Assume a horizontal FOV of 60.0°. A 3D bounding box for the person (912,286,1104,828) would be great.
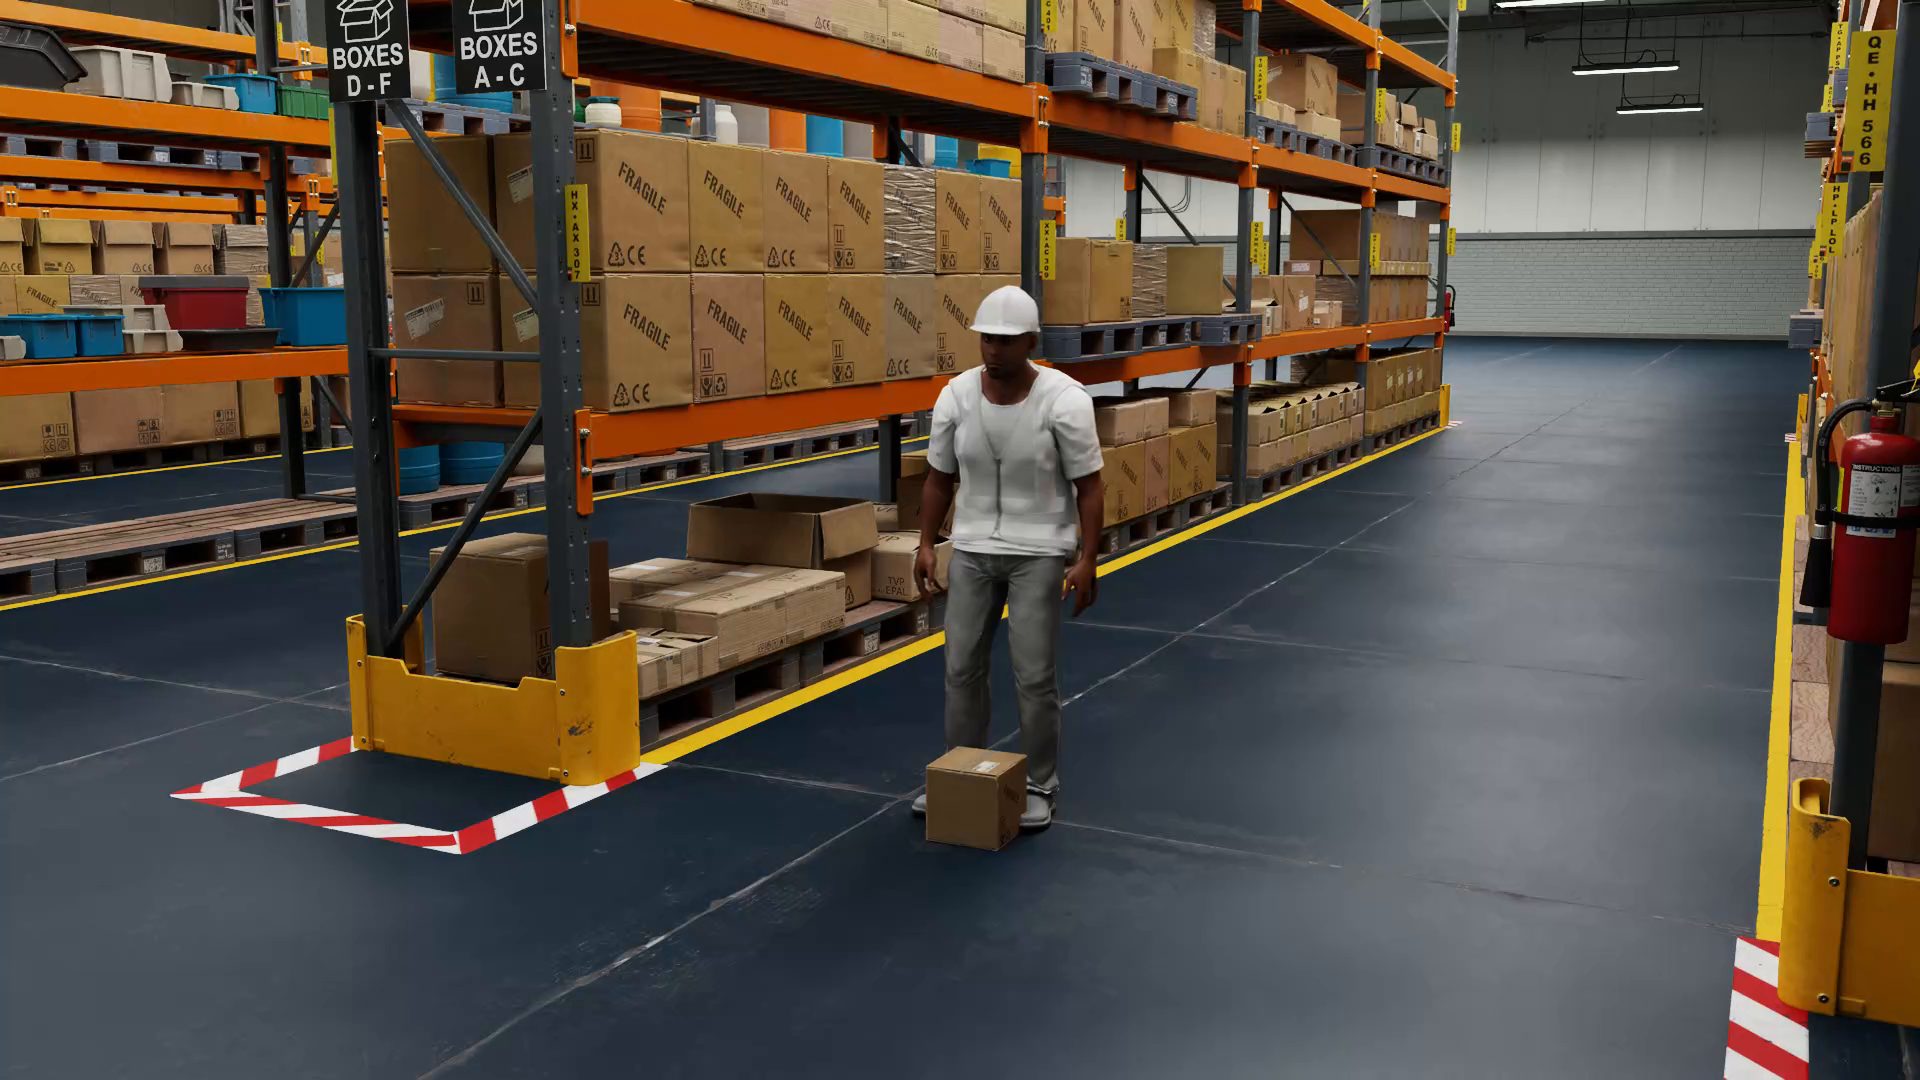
[{"bbox_3d":[0.153,0.056,5.453,0.636,1.761,0.454,4,10,23],"label":"person"}]
